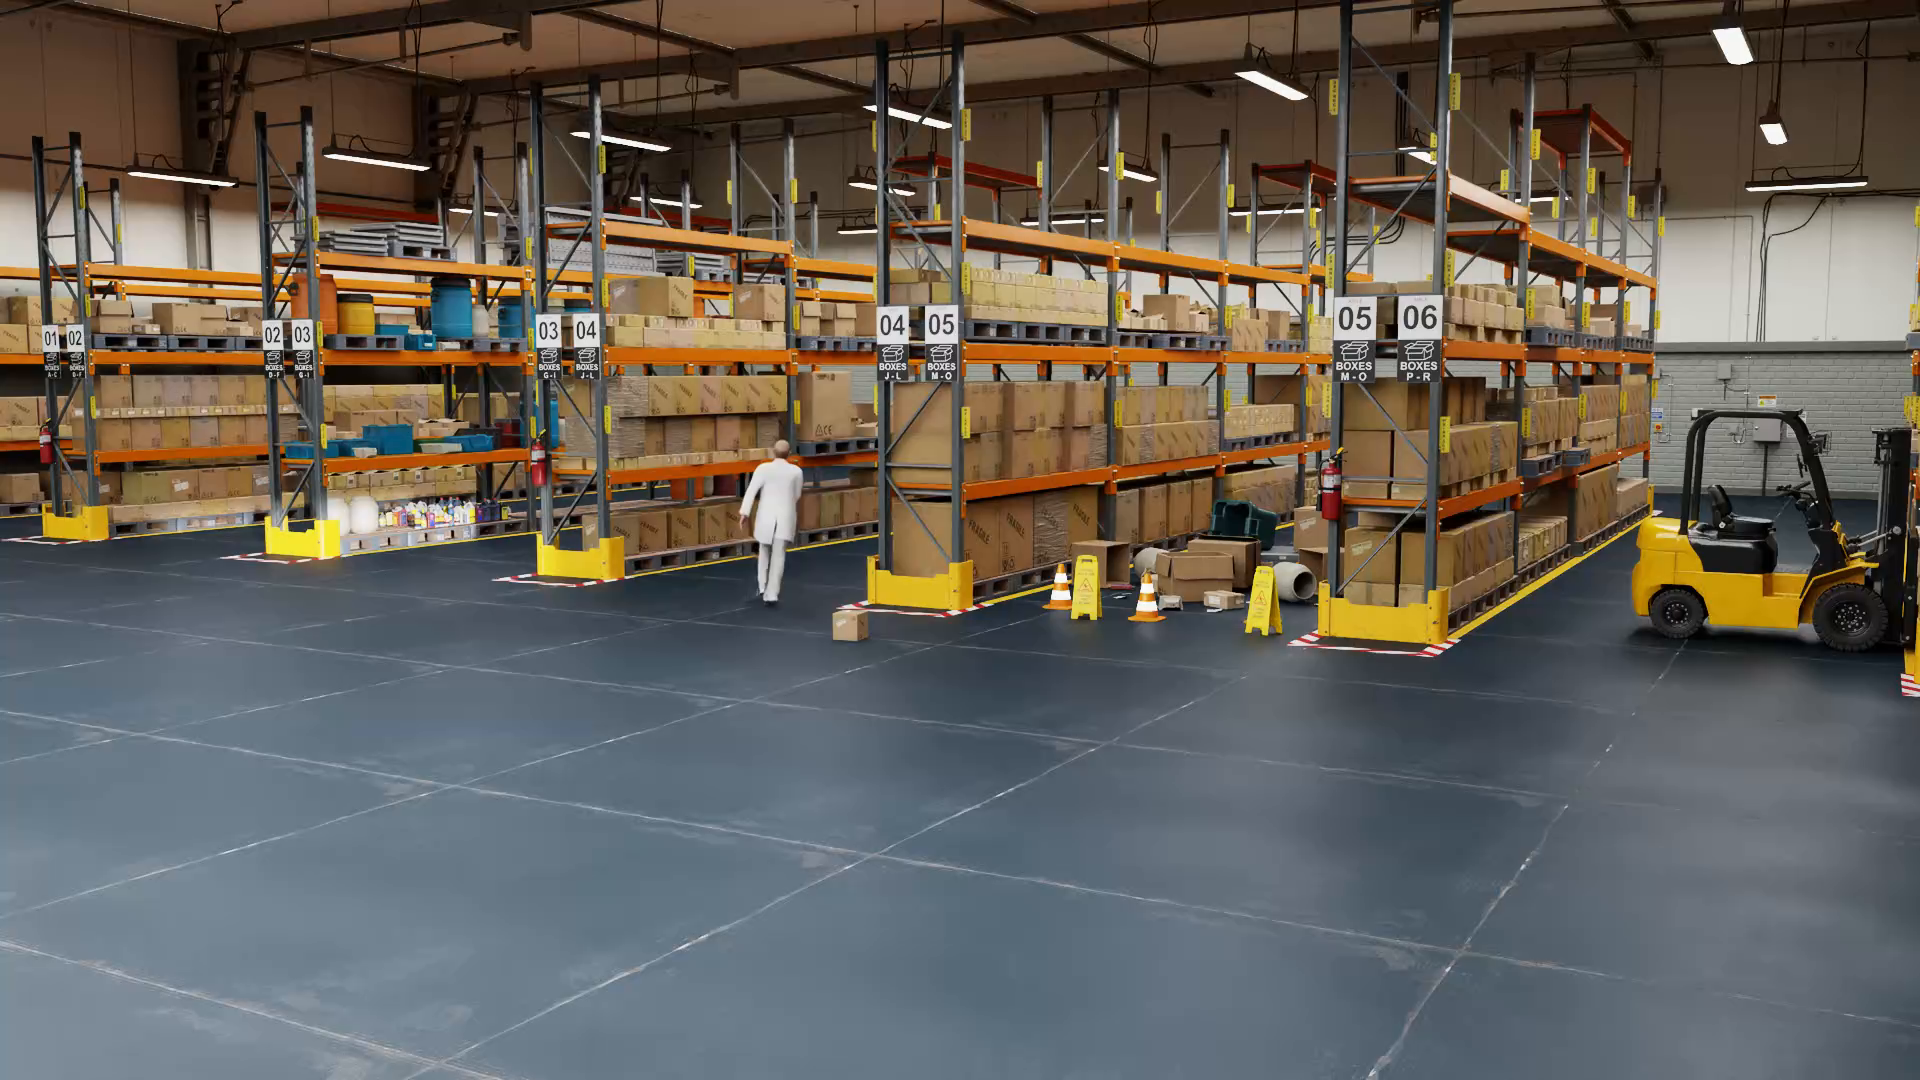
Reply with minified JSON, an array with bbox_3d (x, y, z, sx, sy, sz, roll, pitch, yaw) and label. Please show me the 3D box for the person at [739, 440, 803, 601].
[{"bbox_3d":[-2.052,-0.222,18.151,0.690,1.742,0.975,-1,6,-5],"label":"person"}]
